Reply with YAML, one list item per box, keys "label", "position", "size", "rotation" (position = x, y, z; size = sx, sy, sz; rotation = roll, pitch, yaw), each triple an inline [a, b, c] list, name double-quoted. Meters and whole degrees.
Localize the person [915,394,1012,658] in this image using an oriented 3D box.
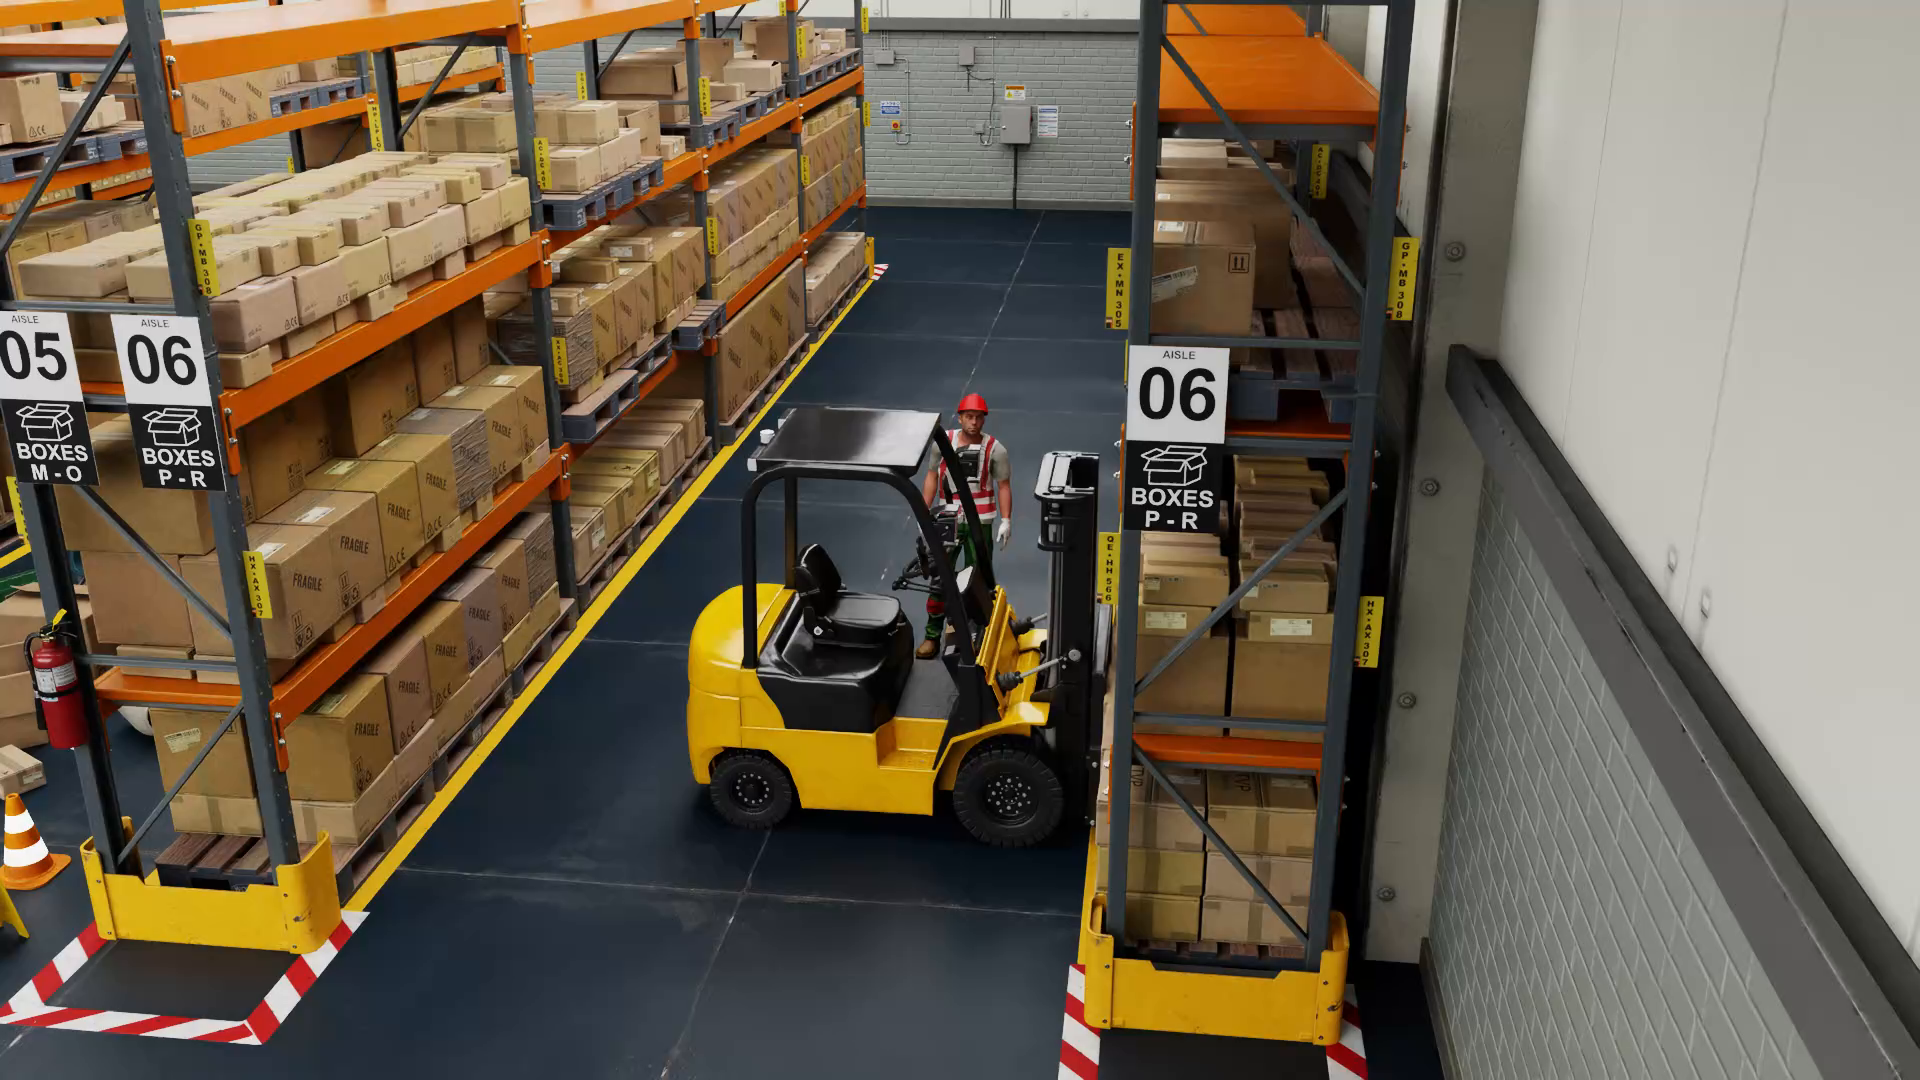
- label: "person"
  position: [0.023, -0.093, 11.266]
  size: [0.638, 1.787, 0.564]
  rotation: [2, 21, 6]
